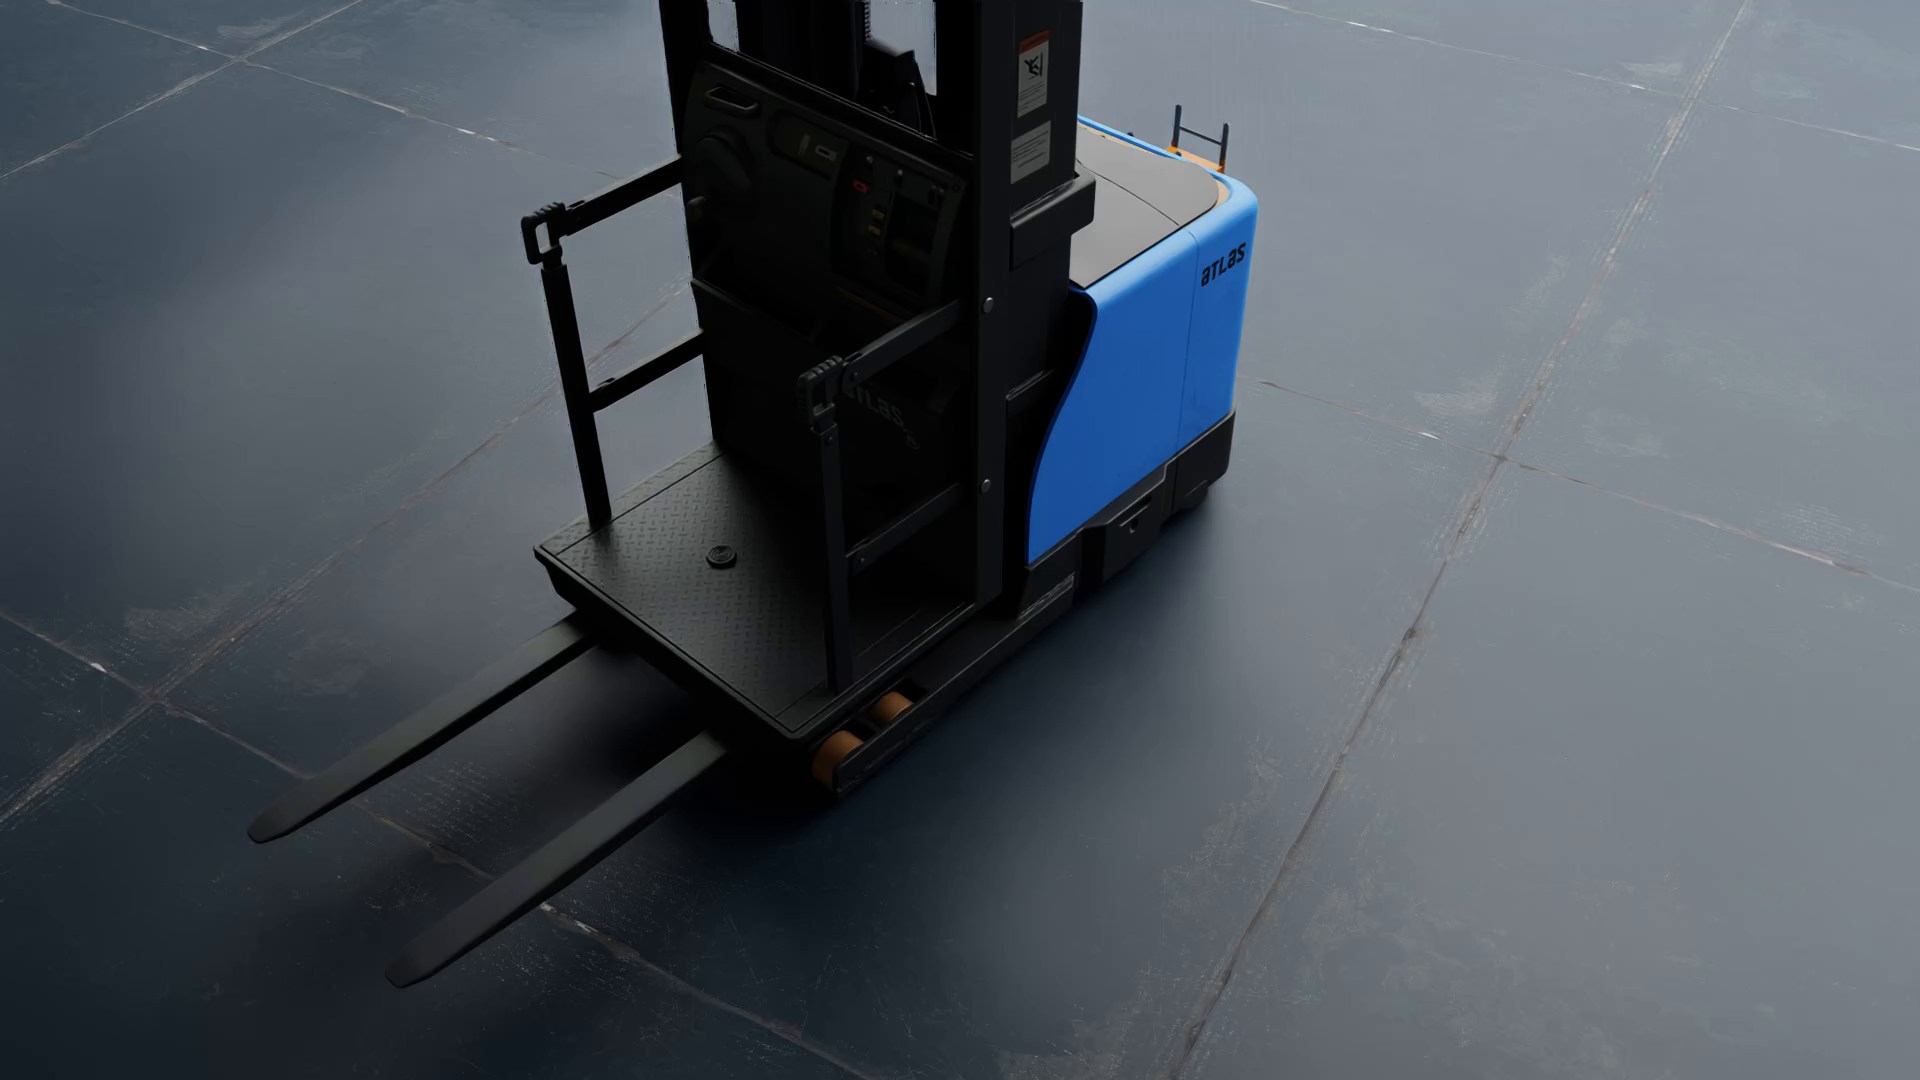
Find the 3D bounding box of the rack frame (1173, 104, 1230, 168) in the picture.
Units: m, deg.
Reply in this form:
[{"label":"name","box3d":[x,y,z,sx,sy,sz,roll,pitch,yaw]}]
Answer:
[{"label":"rack frame","box3d":[0.753,-0.927,5.508,0.200,1.050,0.008,31,50,31]}]

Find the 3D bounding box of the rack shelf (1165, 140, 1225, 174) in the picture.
[{"label":"rack shelf","box3d":[0.671,-1.073,5.260,0.215,0.259,0.240,31,50,31]}]

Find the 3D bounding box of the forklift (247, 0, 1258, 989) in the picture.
[{"label":"forklift","box3d":[-0.491,-0.803,3.944,1.130,2.935,3.031,31,50,31]}]

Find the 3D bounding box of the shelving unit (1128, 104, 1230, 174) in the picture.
[{"label":"shelving unit","box3d":[0.671,-0.868,5.441,0.215,1.050,0.252,31,50,31]}]

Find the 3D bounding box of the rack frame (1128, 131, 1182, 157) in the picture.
[{"label":"rack frame","box3d":[0.588,-0.808,5.373,0.200,1.050,0.008,31,50,31]}]
